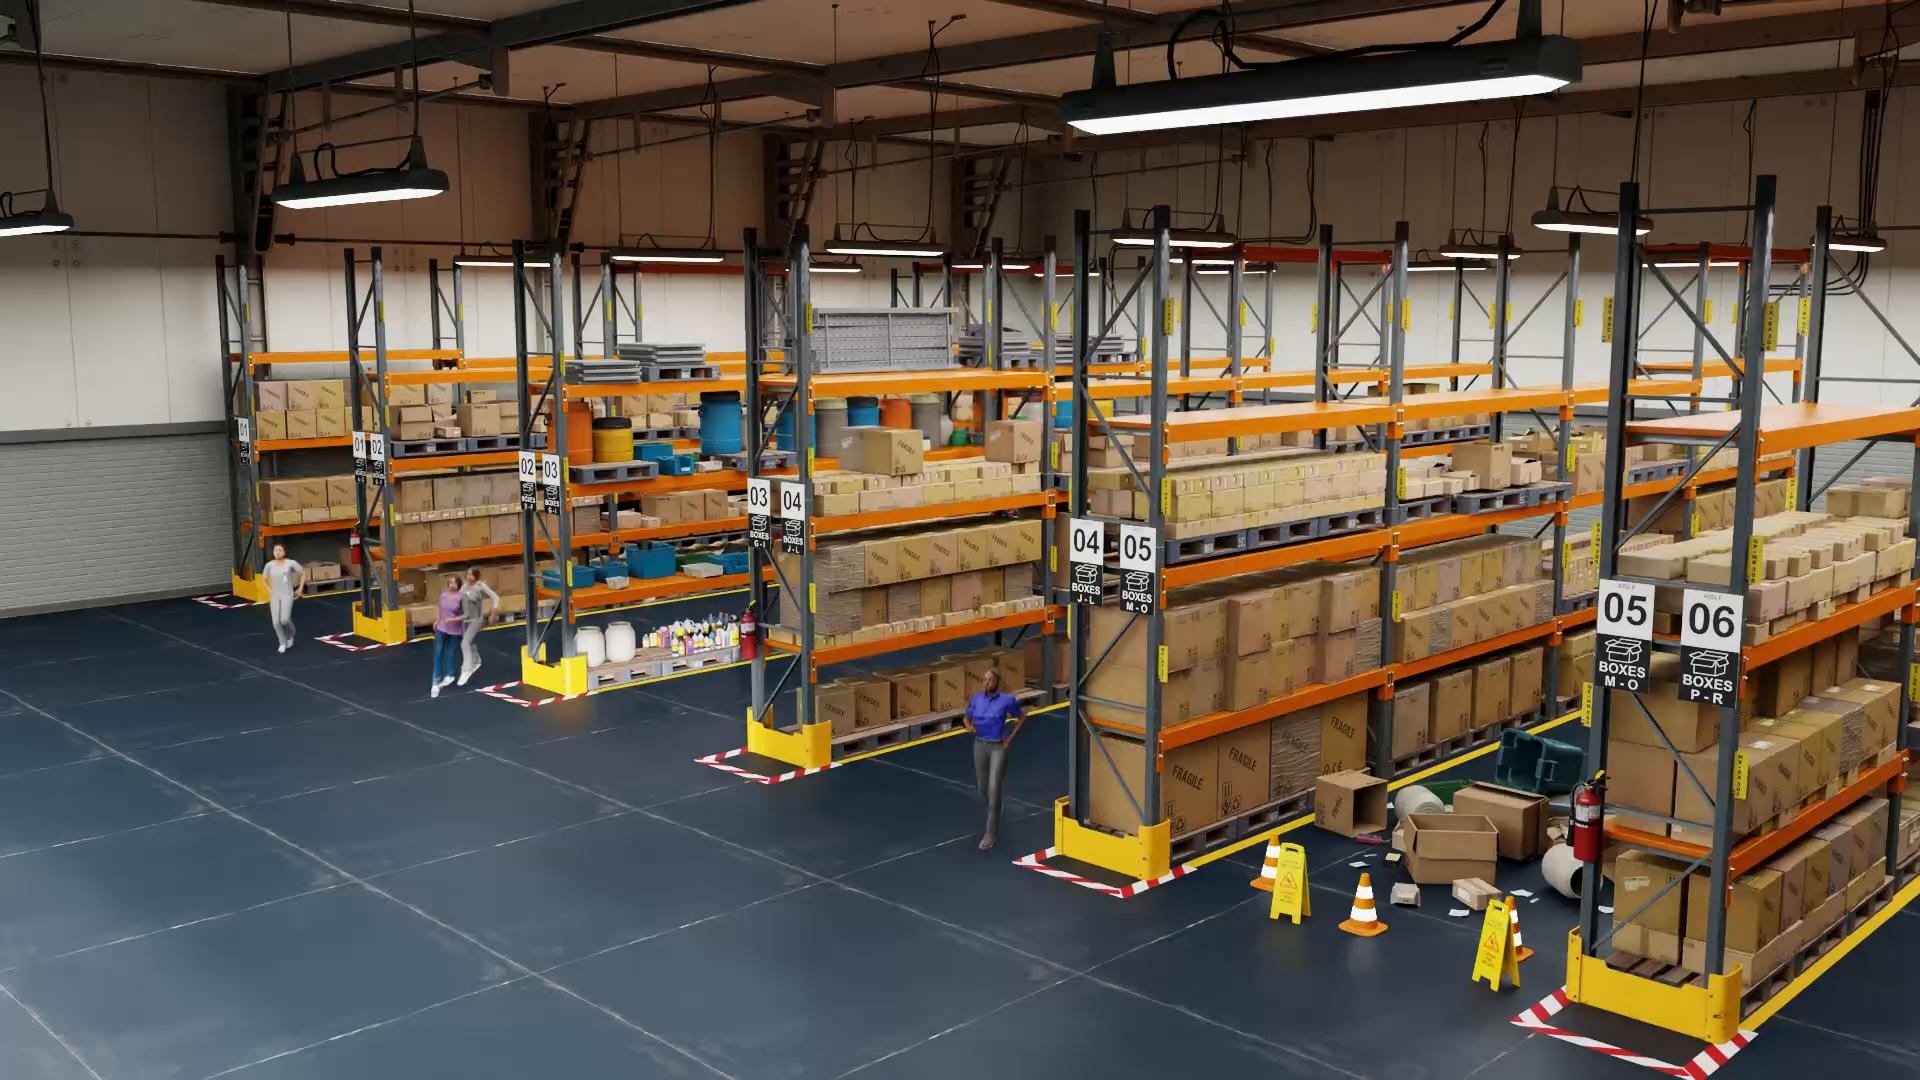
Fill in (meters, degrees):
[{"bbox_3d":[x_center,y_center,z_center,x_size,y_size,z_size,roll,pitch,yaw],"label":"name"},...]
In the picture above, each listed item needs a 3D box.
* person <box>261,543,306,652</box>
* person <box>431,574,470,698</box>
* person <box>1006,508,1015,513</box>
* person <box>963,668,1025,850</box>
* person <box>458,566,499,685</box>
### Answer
[{"bbox_3d":[-10.079,0.860,24.758,0.596,1.643,0.554,-1,8,-8],"label":"person"},{"bbox_3d":[-6.783,1.243,22.168,0.536,1.582,0.743,0,8,0],"label":"person"},{"bbox_3d":[1.091,-0.358,32.884,0.654,1.823,0.853,6,10,37],"label":"person"},{"bbox_3d":[0.294,2.067,16.141,0.584,1.681,0.811,4,9,25],"label":"person"},{"bbox_3d":[-6.683,1.146,22.893,0.598,1.618,0.670,3,9,21],"label":"person"}]
